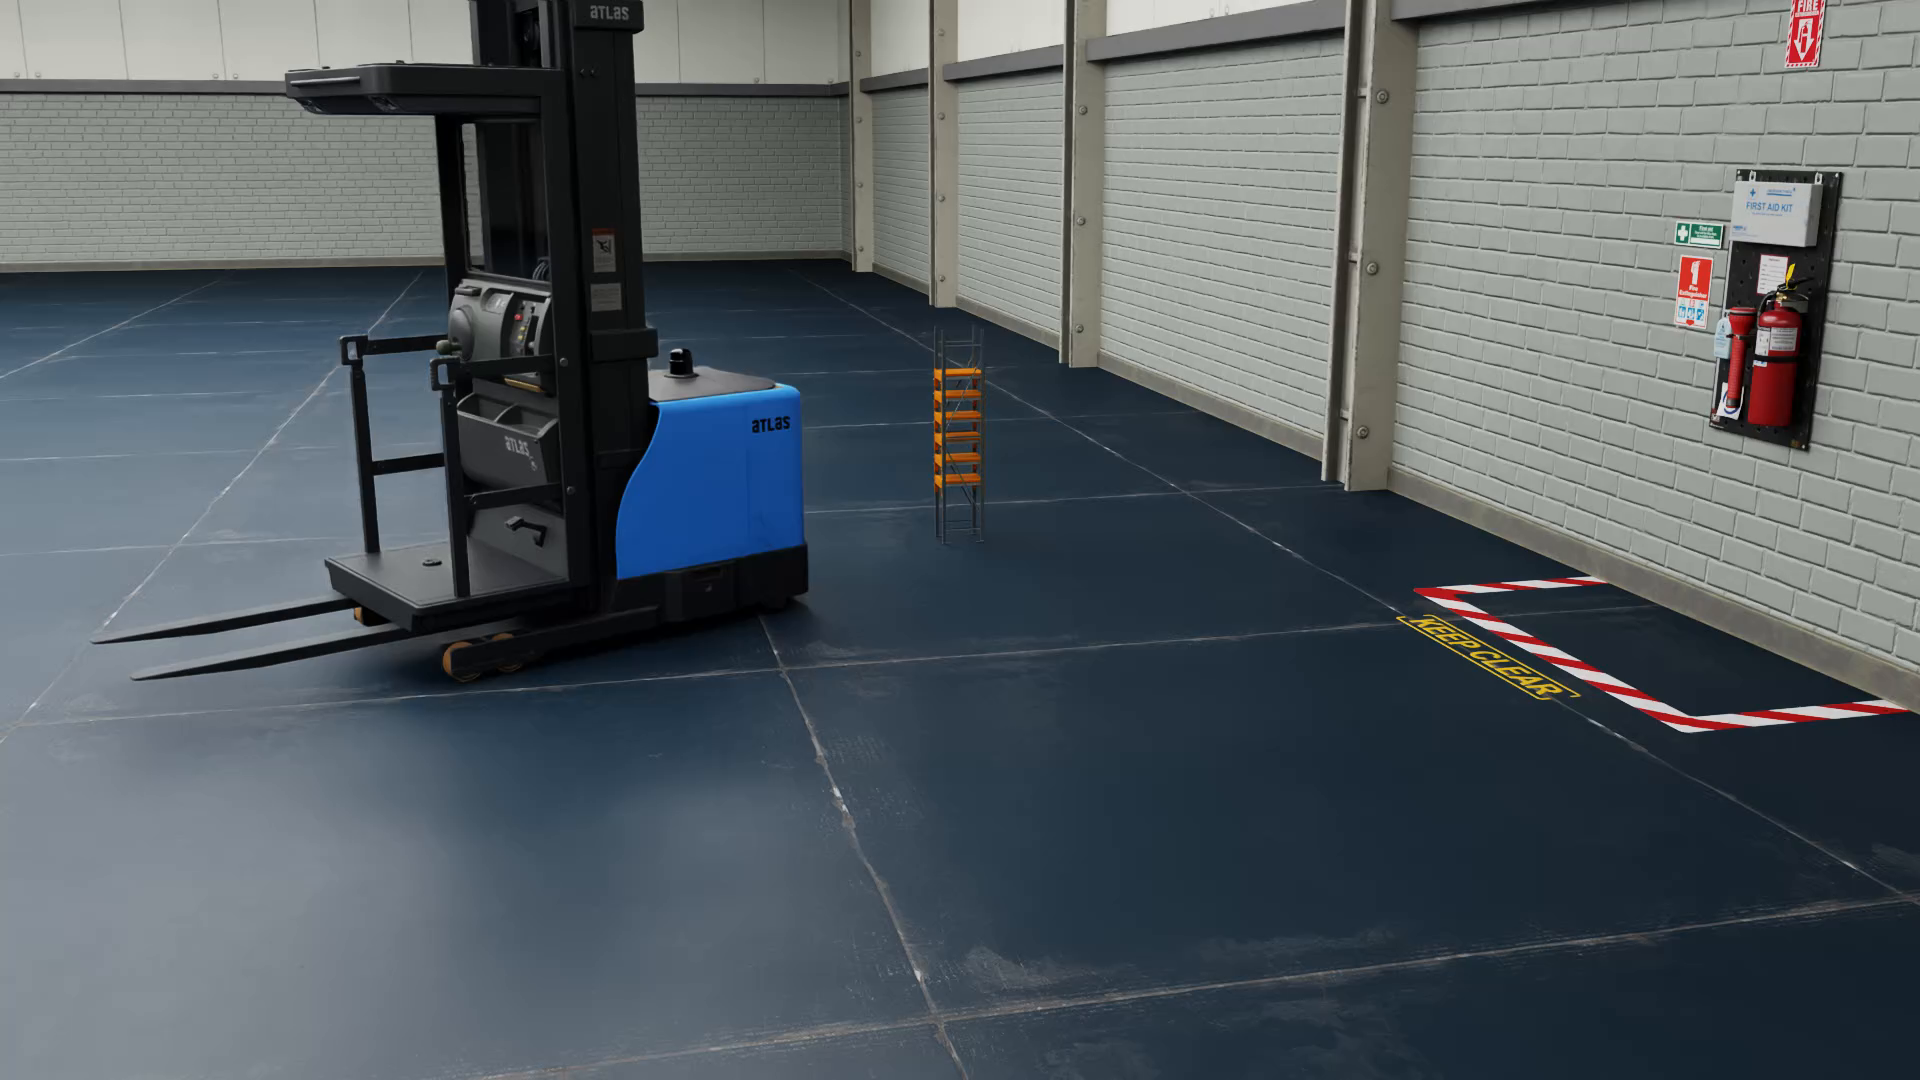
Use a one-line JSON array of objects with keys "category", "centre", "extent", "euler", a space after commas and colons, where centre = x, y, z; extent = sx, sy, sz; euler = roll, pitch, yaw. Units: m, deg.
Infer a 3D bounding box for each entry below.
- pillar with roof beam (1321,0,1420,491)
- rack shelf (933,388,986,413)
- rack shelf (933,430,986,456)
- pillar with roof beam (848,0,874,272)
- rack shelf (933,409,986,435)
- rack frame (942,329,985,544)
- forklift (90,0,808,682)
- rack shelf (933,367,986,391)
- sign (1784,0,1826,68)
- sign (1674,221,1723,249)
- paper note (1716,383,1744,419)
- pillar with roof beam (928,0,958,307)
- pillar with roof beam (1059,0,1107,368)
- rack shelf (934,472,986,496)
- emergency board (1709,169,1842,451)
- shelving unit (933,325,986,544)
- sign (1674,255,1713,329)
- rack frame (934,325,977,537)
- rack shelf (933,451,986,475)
[{"category": "pillar with roof beam", "centre": [-1.582, -4.500, 8.886], "extent": [9.100, 9.000, 0.400], "euler": [-3, 14, -13]}, {"category": "rack shelf", "centre": [-0.003, -0.776, 9.252], "extent": [0.258, 0.103, 0.180], "euler": [-3, 14, -13]}, {"category": "rack shelf", "centre": [-0.003, -0.543, 9.309], "extent": [0.258, 0.103, 0.180], "euler": [-3, 14, -13]}, {"category": "pillar with roof beam", "centre": [-5.809, -8.653, 25.883], "extent": [9.100, 9.000, 0.400], "euler": [-3, 14, -13]}, {"category": "rack shelf", "centre": [-0.003, -0.660, 9.280], "extent": [0.258, 0.103, 0.180], "euler": [-3, 14, -13]}, {"category": "rack frame", "centre": [0.018, -0.565, 9.212], "extent": [0.240, 1.200, 0.006], "euler": [-3, 14, -13]}, {"category": "forklift", "centre": [-2.194, -0.969, 7.216], "extent": [3.031, 2.935, 1.130], "euler": [-11, 18, -39]}, {"category": "rack shelf", "centre": [-0.003, -0.893, 9.223], "extent": [0.258, 0.103, 0.180], "euler": [-3, 14, -13]}, {"category": "sign", "centre": [3.564, -2.148, 7.012], "extent": [0.001, 0.298, 0.199], "euler": [-3, 14, -13]}, {"category": "sign", "centre": [3.431, -1.421, 7.729], "extent": [0.001, 0.109, 0.331], "euler": [-3, 14, -13]}, {"category": "paper note", "centre": [3.494, -0.631, 7.545], "extent": [0.016, 0.148, 0.142], "euler": [-3, 14, -13]}, {"category": "pillar with roof beam", "centre": [-4.400, -7.269, 20.217], "extent": [9.100, 9.000, 0.400], "euler": [-3, 14, -13]}, {"category": "pillar with roof beam", "centre": [-2.991, -5.884, 14.552], "extent": [9.100, 9.000, 0.400], "euler": [-3, 14, -13]}, {"category": "rack shelf", "centre": [-0.003, -0.310, 9.366], "extent": [0.258, 0.103, 0.180], "euler": [-3, 14, -13]}, {"category": "emergency board", "centre": [3.469, -1.014, 7.257], "extent": [0.194, 1.169, 0.643], "euler": [-3, 14, -13]}, {"category": "shelving unit", "centre": [-0.003, -0.586, 9.298], "extent": [0.258, 1.200, 0.189], "euler": [-3, 14, -13]}, {"category": "sign", "centre": [3.439, -1.165, 7.799], "extent": [0.001, 0.329, 0.234], "euler": [-3, 14, -13]}, {"category": "rack frame", "centre": [-0.025, -0.607, 9.385], "extent": [0.240, 1.200, 0.006], "euler": [-3, 14, -13]}, {"category": "rack shelf", "centre": [-0.003, -0.426, 9.337], "extent": [0.258, 0.103, 0.180], "euler": [-3, 14, -13]}]
